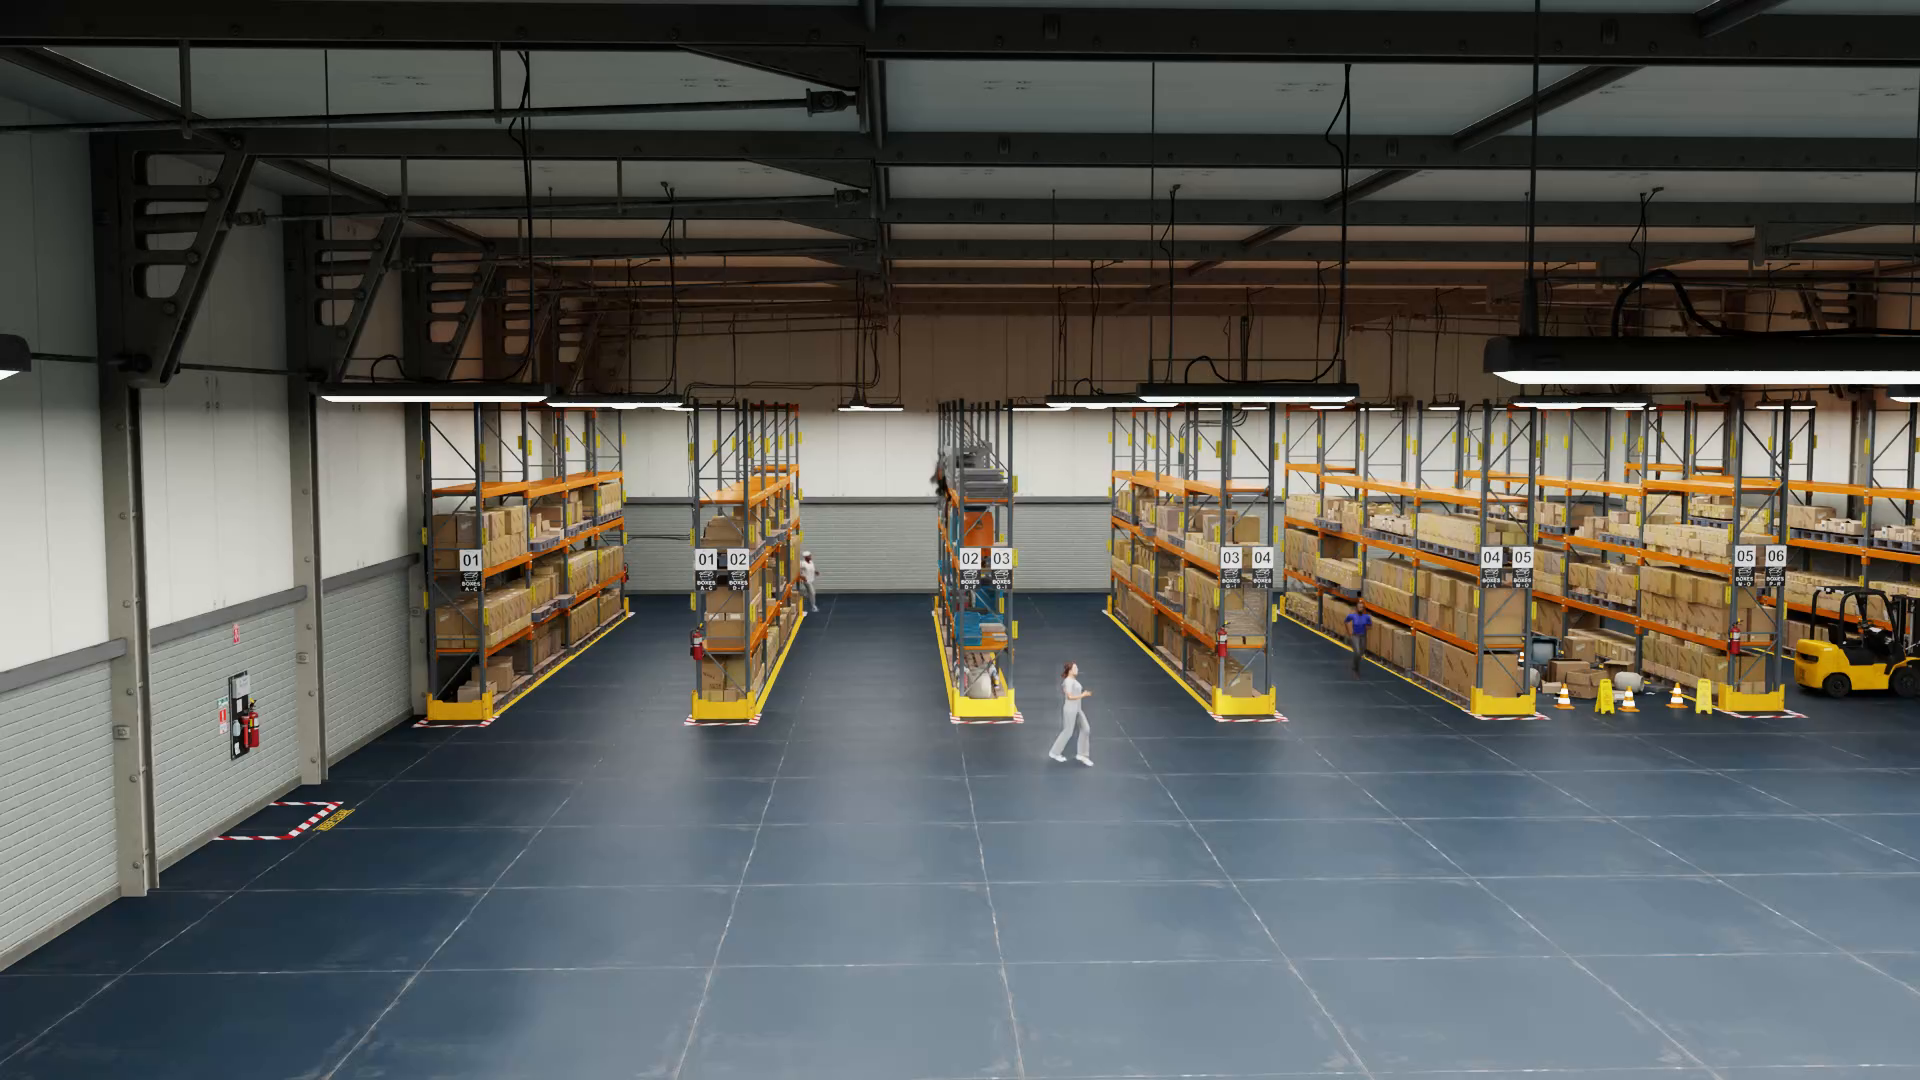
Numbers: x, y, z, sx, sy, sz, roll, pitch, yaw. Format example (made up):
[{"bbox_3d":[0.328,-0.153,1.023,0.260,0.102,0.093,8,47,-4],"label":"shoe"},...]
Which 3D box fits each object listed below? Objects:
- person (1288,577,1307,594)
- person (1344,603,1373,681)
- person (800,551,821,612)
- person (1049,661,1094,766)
[{"bbox_3d":[10.012,1.160,48.996,0.838,1.755,0.803,1,4,10],"label":"person"},{"bbox_3d":[8.615,2.188,35.955,0.553,1.702,0.801,-1,4,-9],"label":"person"},{"bbox_3d":[-4.446,1.202,48.135,0.858,1.756,0.707,2,5,26],"label":"person"},{"bbox_3d":[1.808,2.821,27.080,0.728,1.714,0.549,2,5,20],"label":"person"}]
